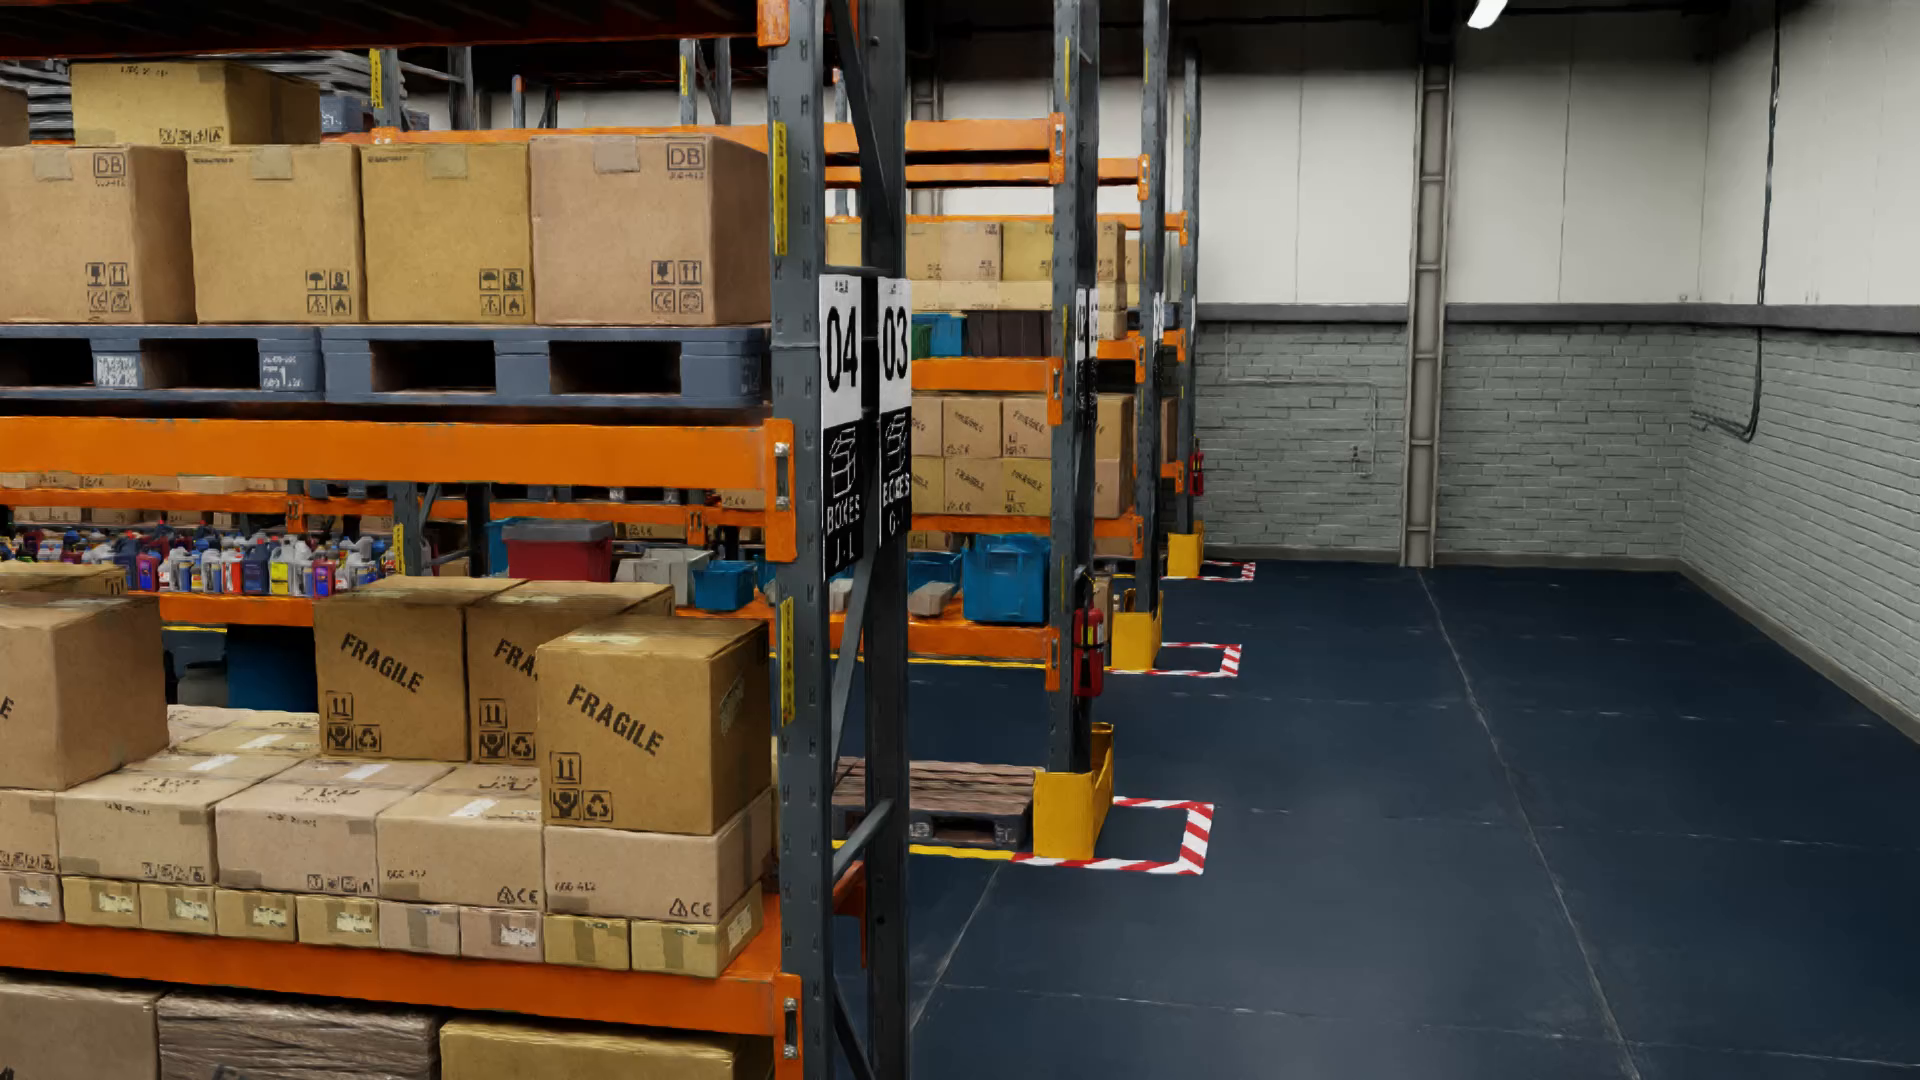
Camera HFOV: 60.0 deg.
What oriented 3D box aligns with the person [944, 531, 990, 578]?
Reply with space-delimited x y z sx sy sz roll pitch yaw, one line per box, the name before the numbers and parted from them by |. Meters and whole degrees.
person | 0.060 -0.071 16.671 0.489 1.603 0.421 -2 8 -14
